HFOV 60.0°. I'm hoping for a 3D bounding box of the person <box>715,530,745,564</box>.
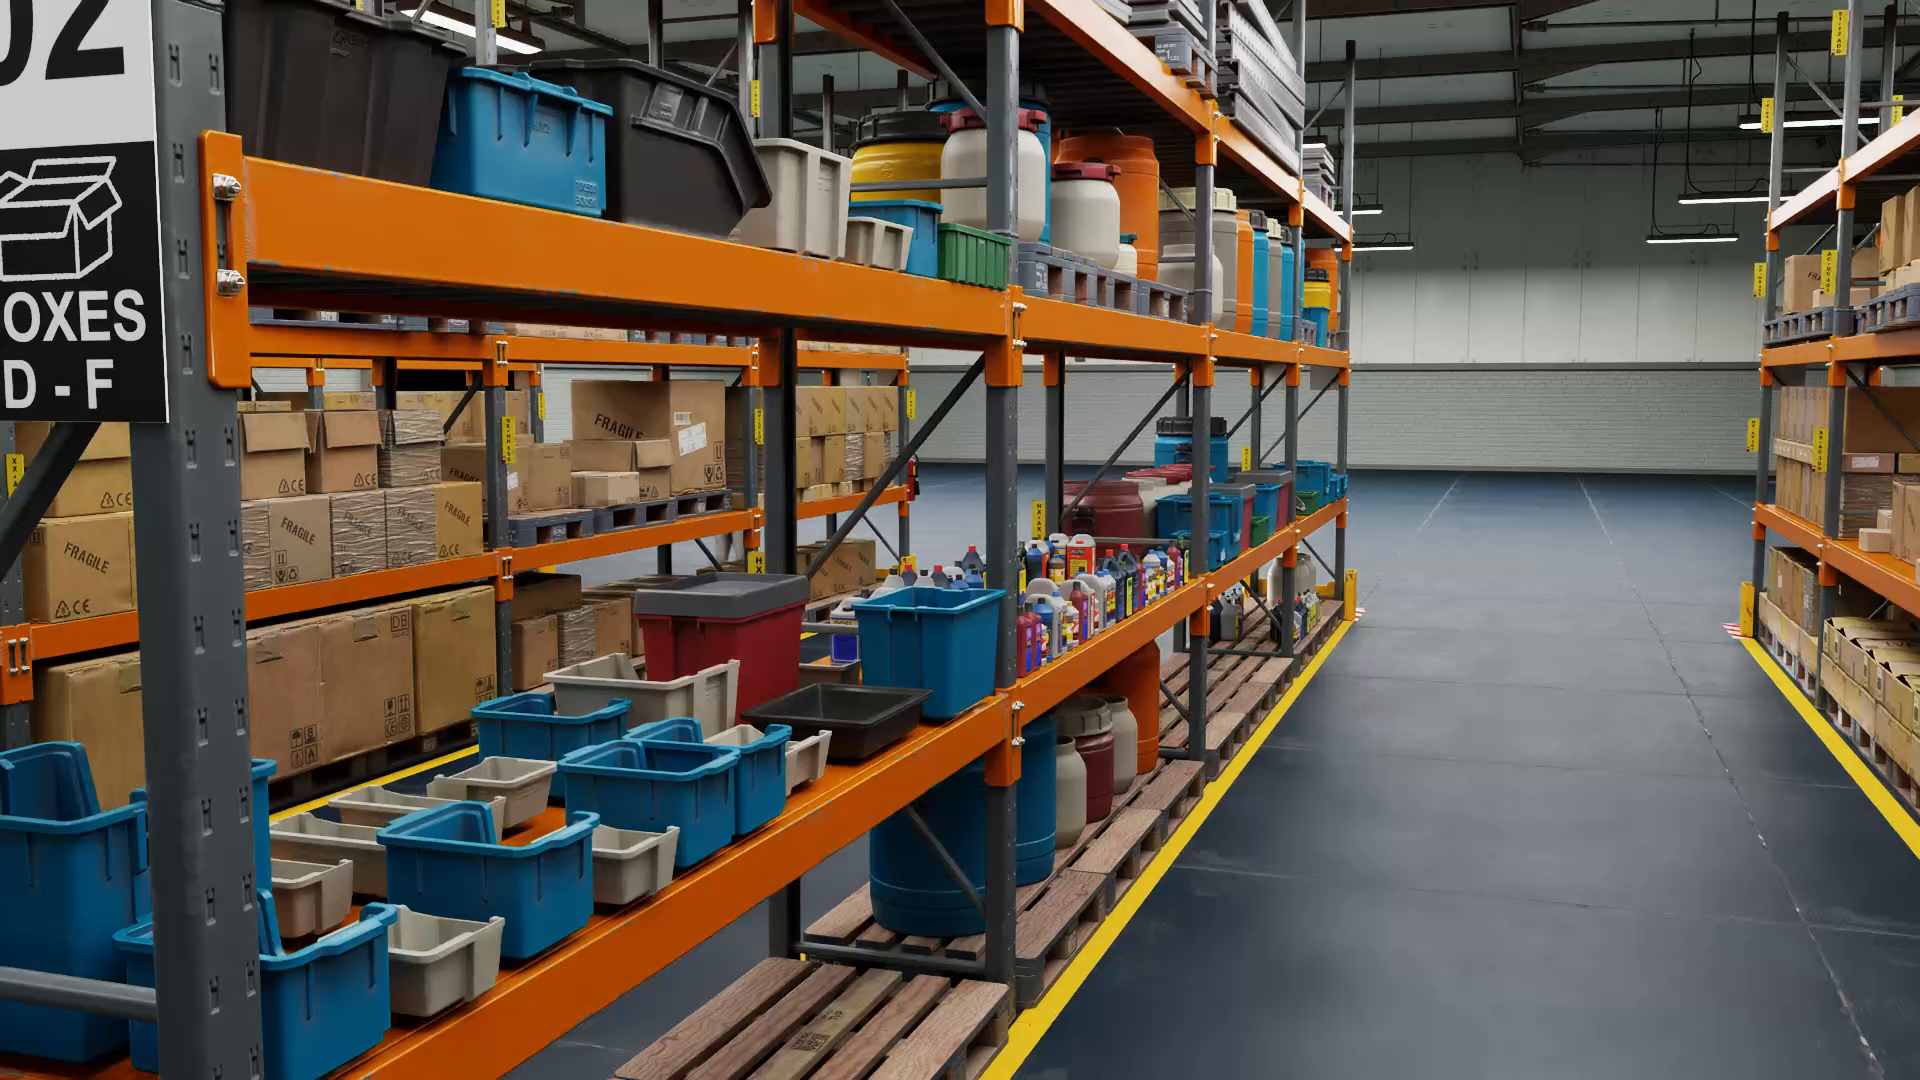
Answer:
[{"bbox_3d":[-2.586,-0.122,18.994,0.468,1.671,0.390,2,6,18],"label":"person"}]
